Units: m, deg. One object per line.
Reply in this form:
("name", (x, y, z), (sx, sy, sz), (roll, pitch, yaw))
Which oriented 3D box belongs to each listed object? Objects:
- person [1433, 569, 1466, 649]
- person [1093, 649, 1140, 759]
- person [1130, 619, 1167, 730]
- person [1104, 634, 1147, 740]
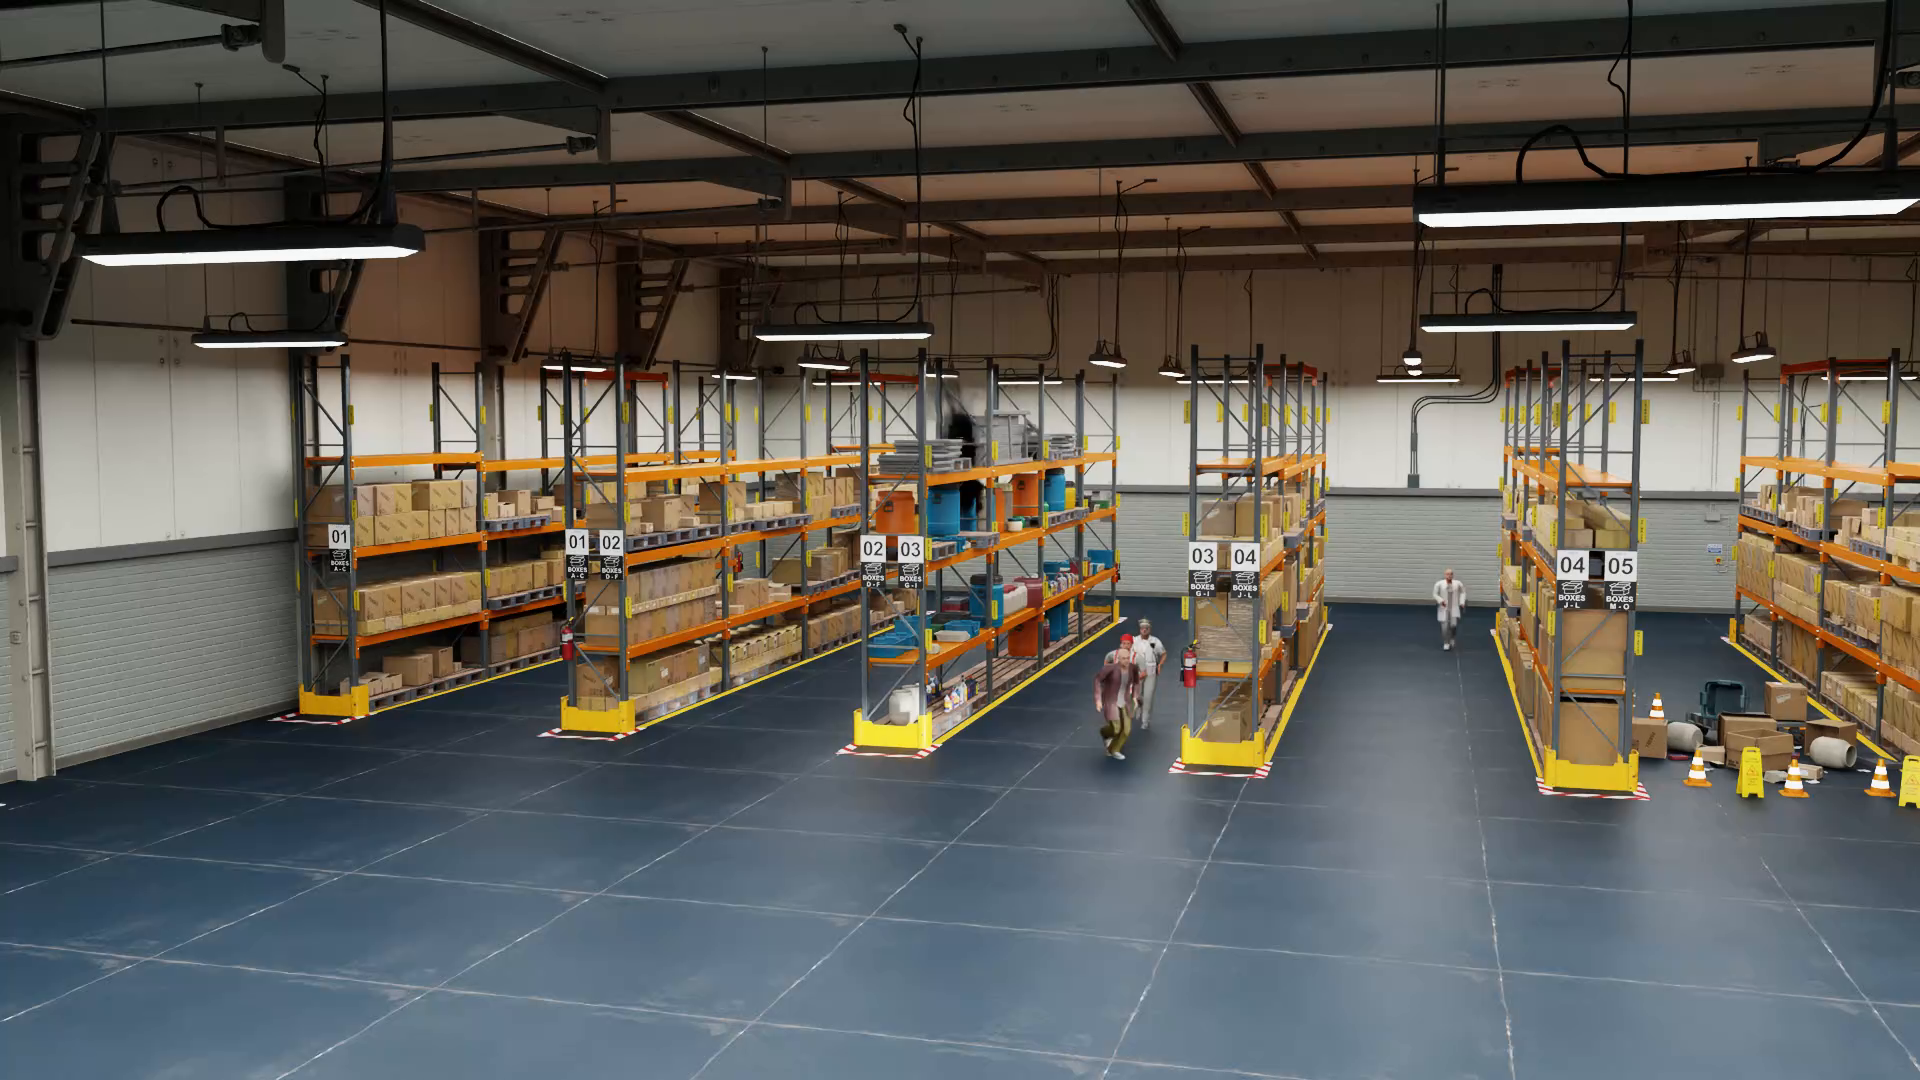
("person", (10.414, 1.481, 35.390), (0.690, 1.733, 0.714), (1, 4, 13))
("person", (2.262, 2.370, 24.197), (0.709, 1.640, 0.782), (-1, 5, -18))
("person", (2.972, 2.128, 26.683), (0.674, 1.738, 0.782), (1, 4, 11))
("person", (2.450, 2.295, 24.719), (0.654, 1.852, 0.791), (1, 4, 9))
